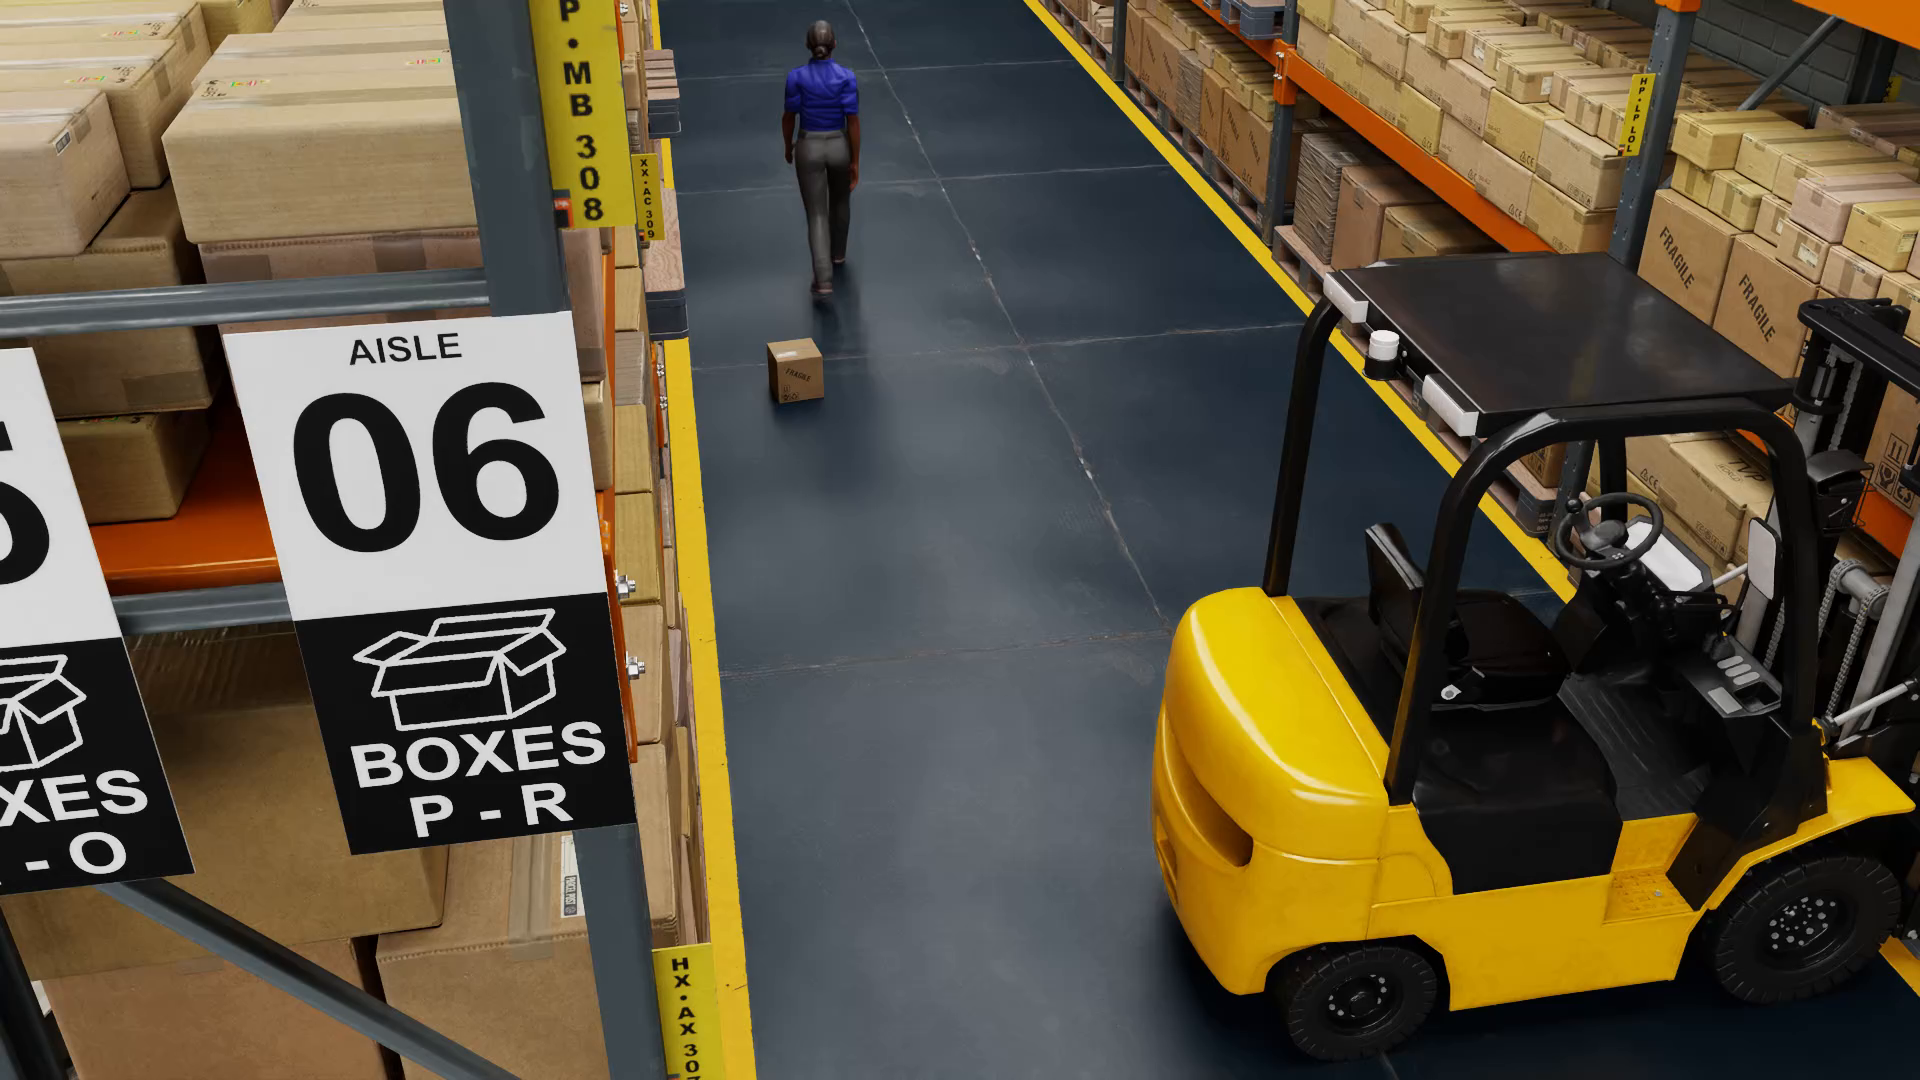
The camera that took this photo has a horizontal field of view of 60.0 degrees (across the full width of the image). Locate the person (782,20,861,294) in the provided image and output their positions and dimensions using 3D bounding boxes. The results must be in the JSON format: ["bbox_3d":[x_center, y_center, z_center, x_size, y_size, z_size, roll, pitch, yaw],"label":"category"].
[{"bbox_3d":[-0.837,-2.343,10.052,0.457,1.600,0.989,-5,31,-8],"label":"person"}]
